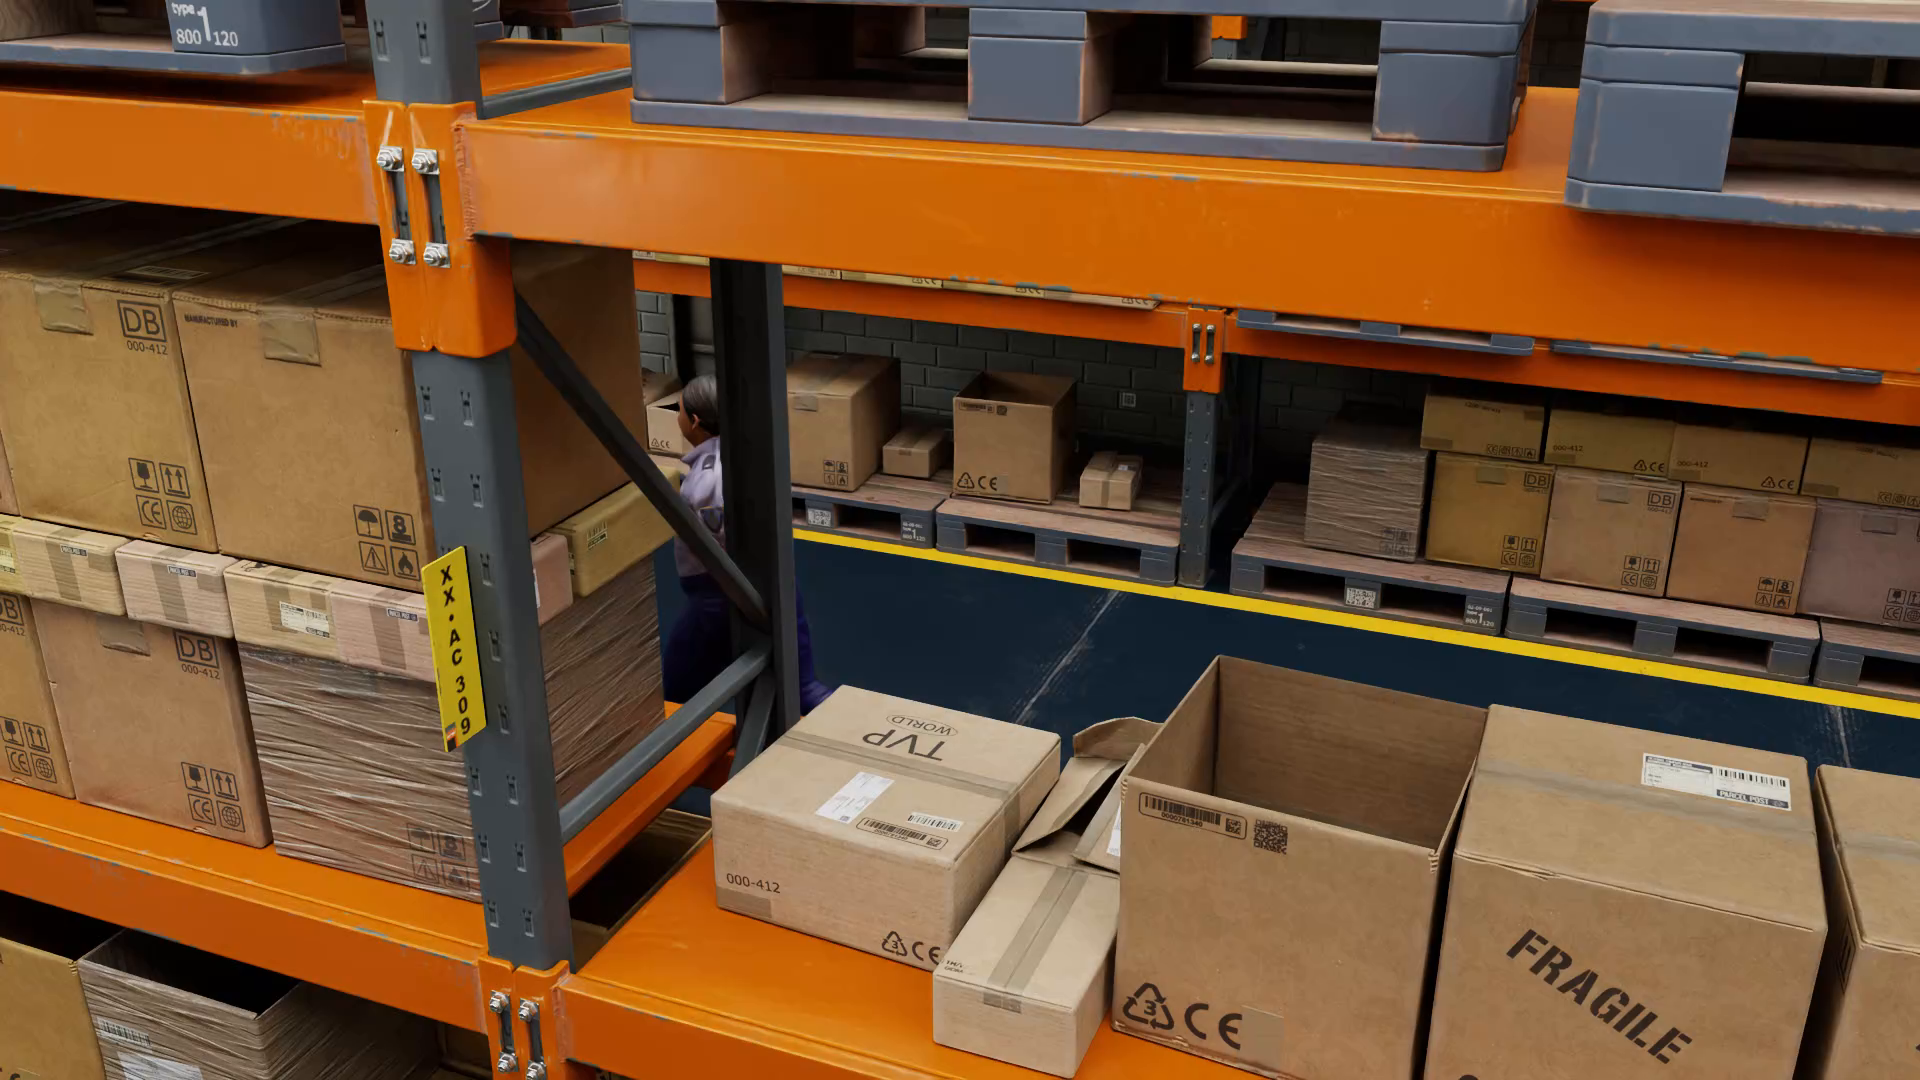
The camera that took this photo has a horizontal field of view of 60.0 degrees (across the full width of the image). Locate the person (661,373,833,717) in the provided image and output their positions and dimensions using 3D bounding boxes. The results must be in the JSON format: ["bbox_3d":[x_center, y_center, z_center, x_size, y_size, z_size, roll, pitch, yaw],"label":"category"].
[{"bbox_3d":[-0.780,0.196,5.649,1.073,1.573,0.513,9,24,20],"label":"person"}]
